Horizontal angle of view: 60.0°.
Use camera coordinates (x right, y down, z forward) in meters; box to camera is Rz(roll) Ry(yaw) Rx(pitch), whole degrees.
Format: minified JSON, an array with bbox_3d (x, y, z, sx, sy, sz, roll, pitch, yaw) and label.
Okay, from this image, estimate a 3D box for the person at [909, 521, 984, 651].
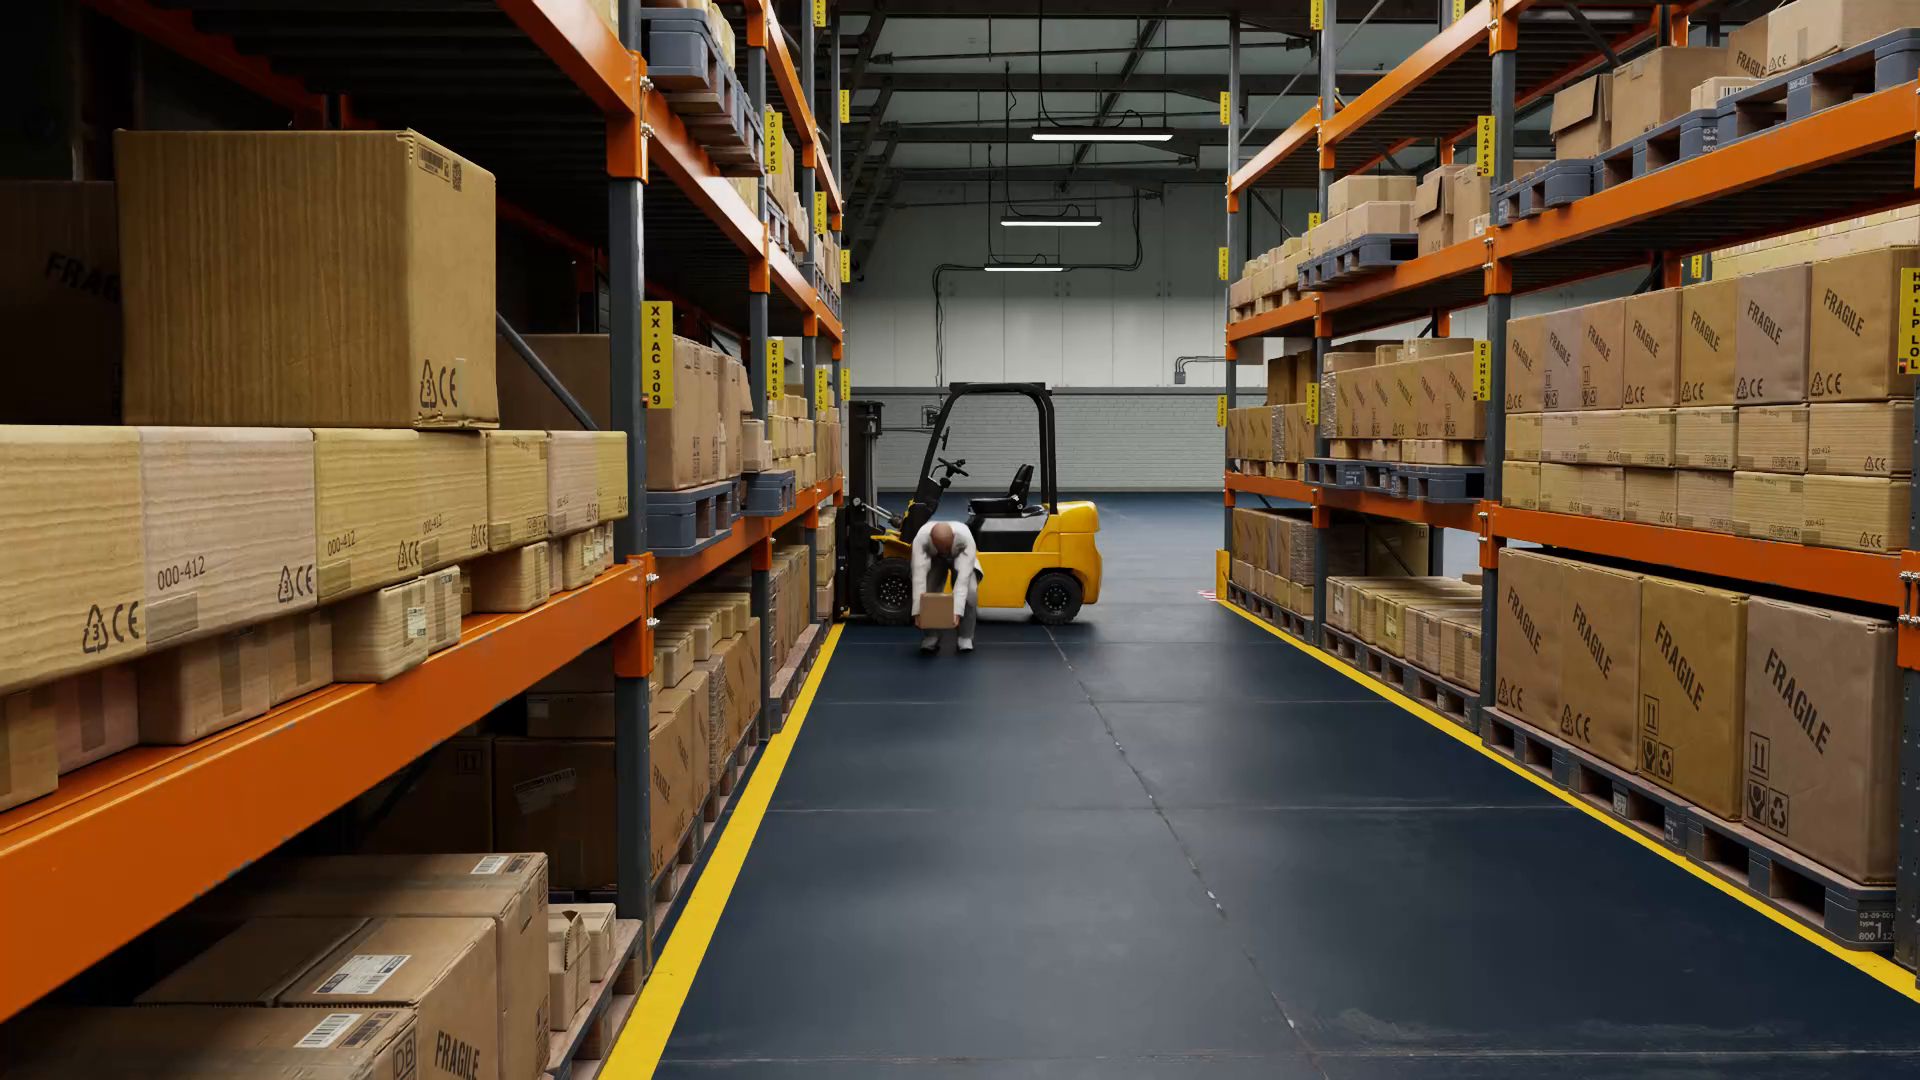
[{"bbox_3d":[-0.119,0.355,12.942,0.594,1.037,0.941,0,4,6],"label":"person"}]
